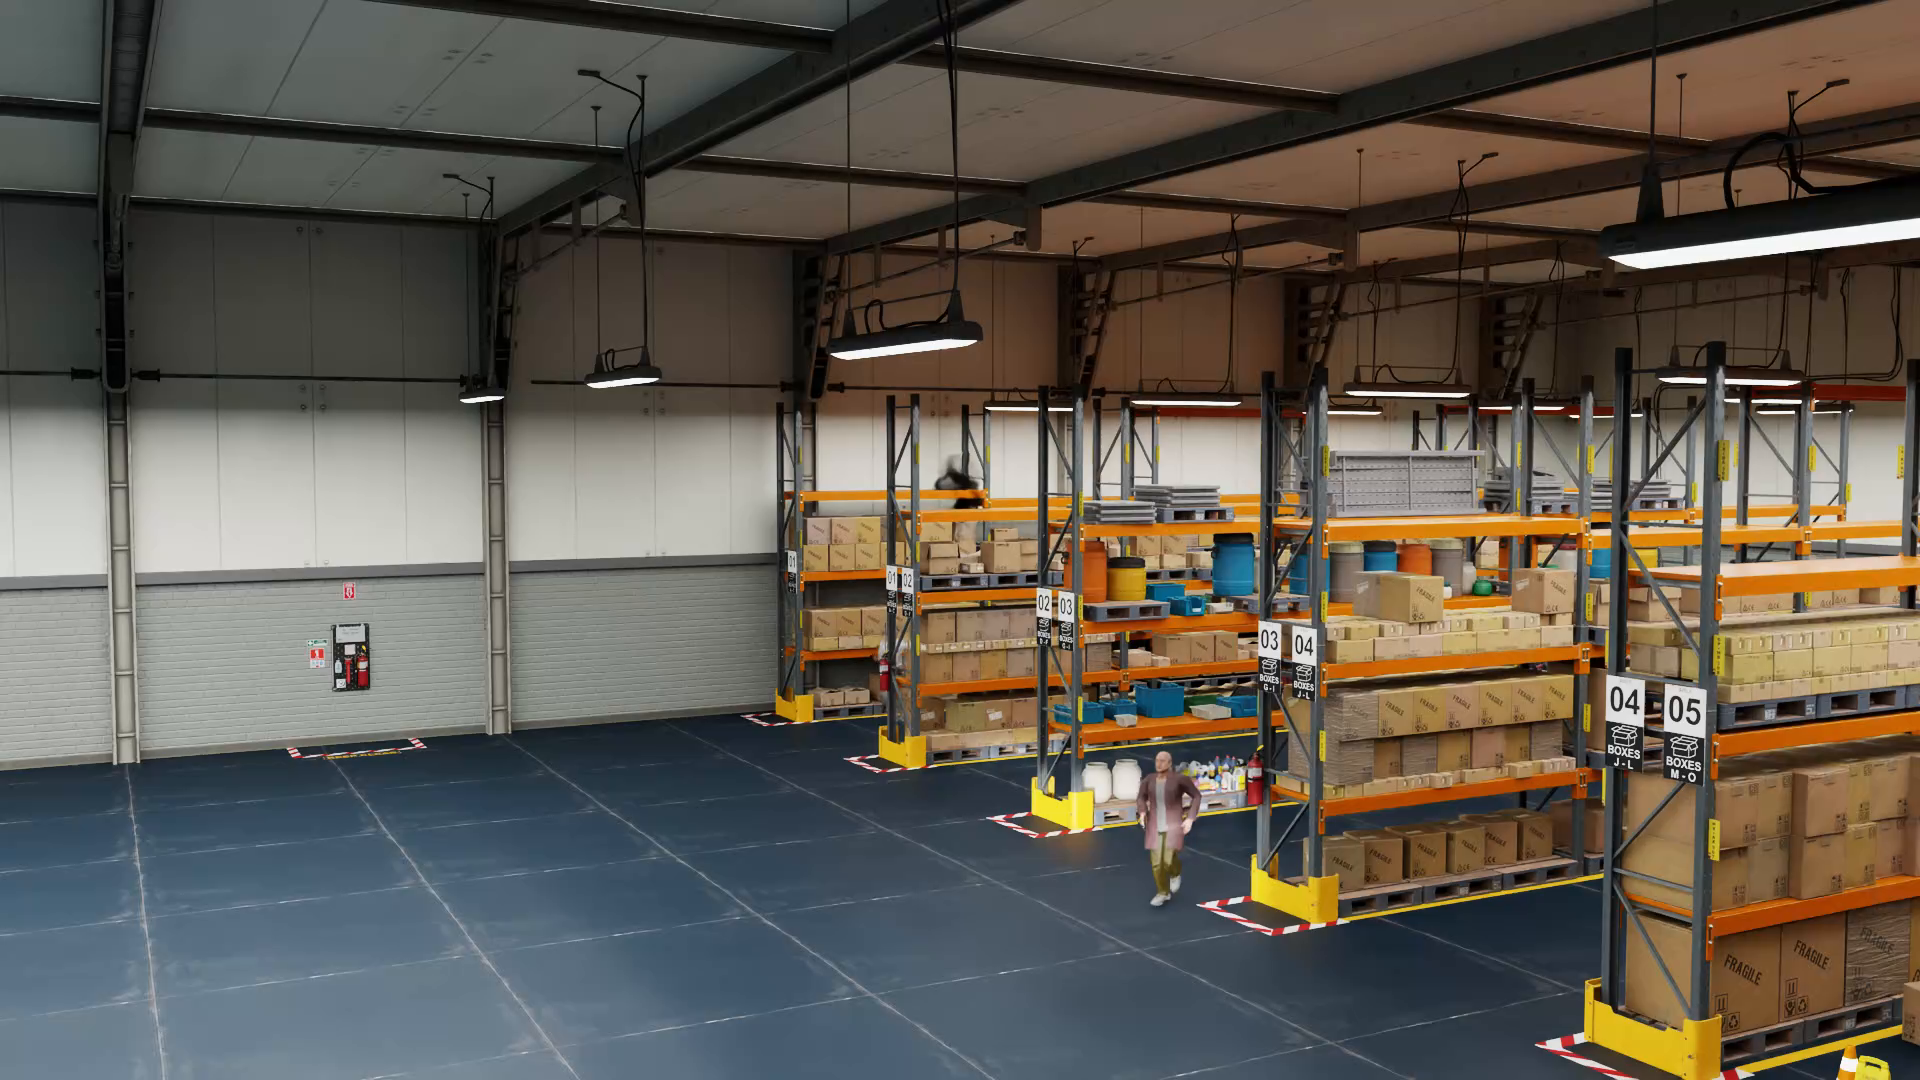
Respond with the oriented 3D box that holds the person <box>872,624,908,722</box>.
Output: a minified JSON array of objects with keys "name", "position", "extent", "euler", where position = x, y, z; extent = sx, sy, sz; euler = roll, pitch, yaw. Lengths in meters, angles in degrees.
[{"name":"person","position":[-1.189,2.370,29.101],"extent":[0.790,1.815,0.641],"euler":[-3,4,-39]}]

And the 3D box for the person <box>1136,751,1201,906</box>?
[{"name":"person","position":[2.303,3.243,18.669],"extent":[0.722,1.745,0.691],"euler":[2,4,28]}]
